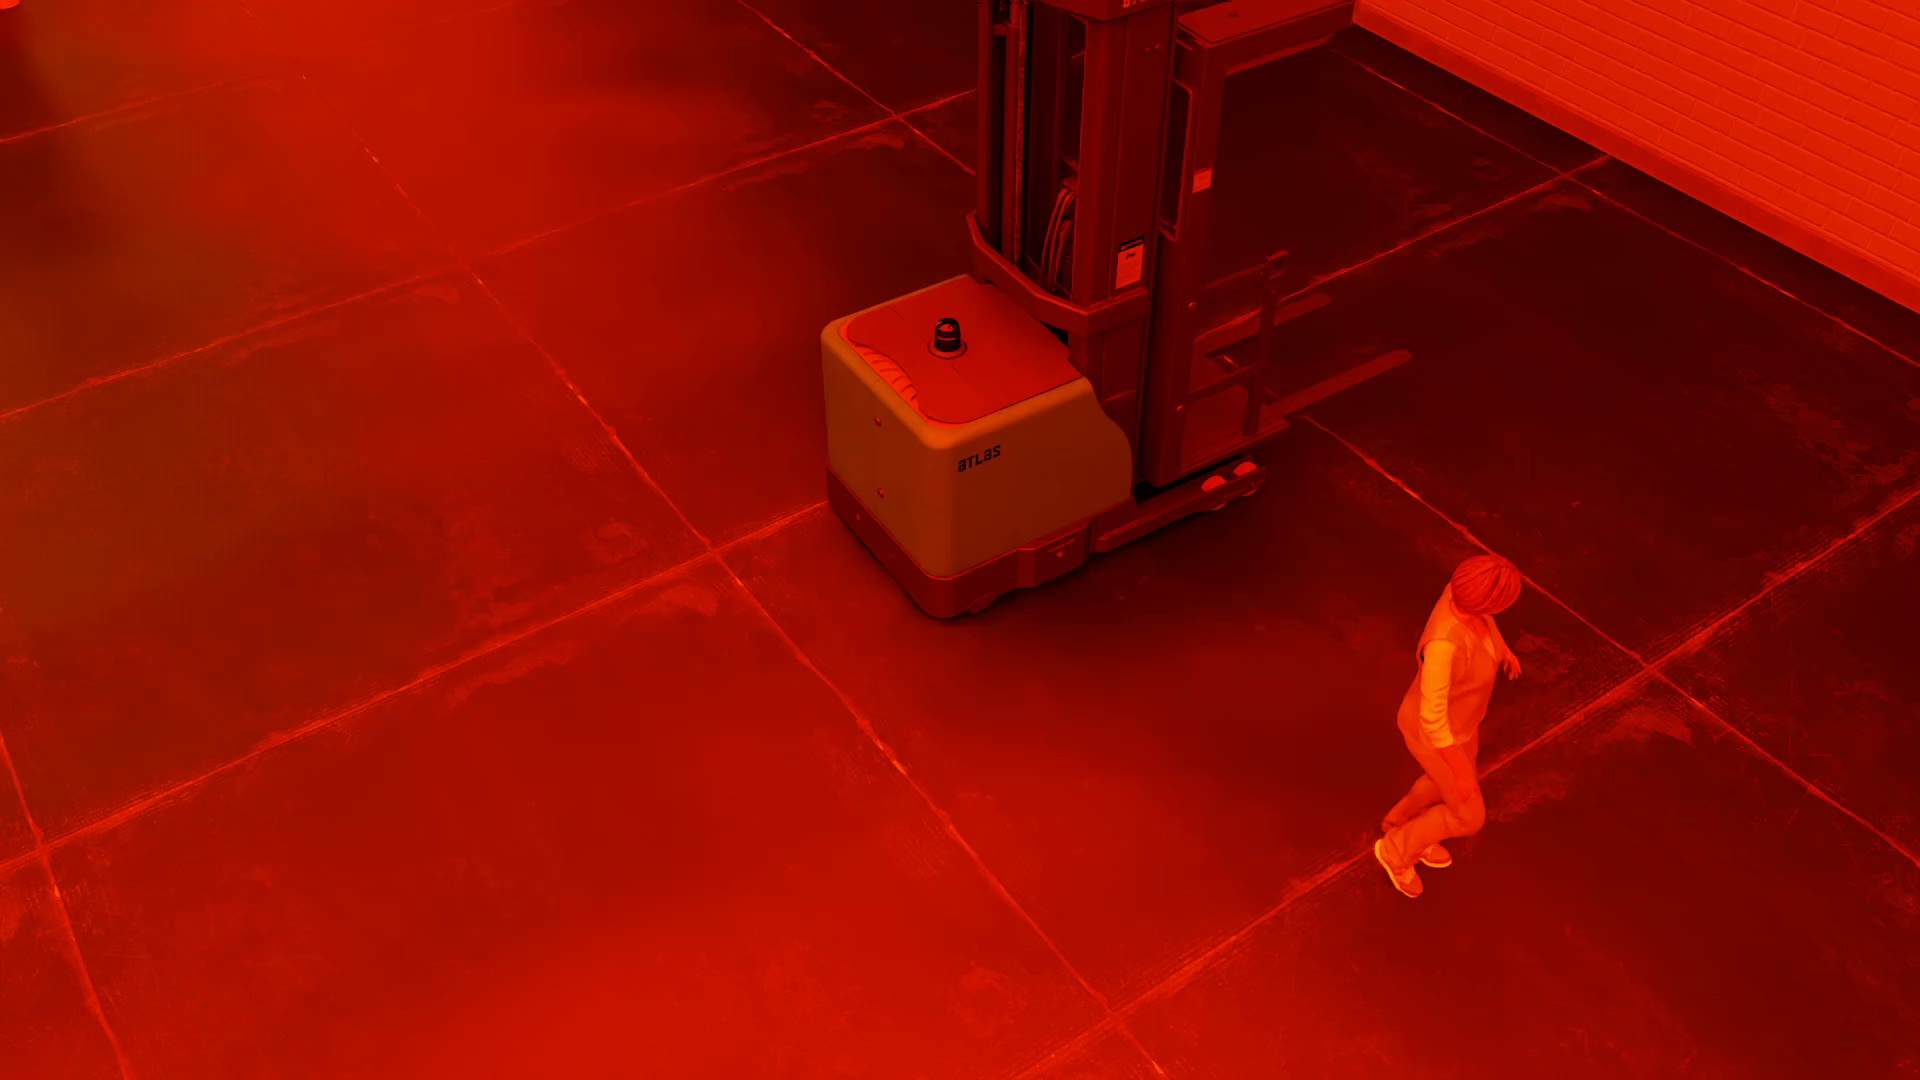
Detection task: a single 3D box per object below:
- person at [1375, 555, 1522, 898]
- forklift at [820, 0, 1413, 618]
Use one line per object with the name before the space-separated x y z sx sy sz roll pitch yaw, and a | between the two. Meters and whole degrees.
person | 1.810 0.655 6.016 0.420 1.580 0.686 24 48 24
forklift | 0.886 -1.501 7.345 3.031 2.935 1.130 -23 48 -23
